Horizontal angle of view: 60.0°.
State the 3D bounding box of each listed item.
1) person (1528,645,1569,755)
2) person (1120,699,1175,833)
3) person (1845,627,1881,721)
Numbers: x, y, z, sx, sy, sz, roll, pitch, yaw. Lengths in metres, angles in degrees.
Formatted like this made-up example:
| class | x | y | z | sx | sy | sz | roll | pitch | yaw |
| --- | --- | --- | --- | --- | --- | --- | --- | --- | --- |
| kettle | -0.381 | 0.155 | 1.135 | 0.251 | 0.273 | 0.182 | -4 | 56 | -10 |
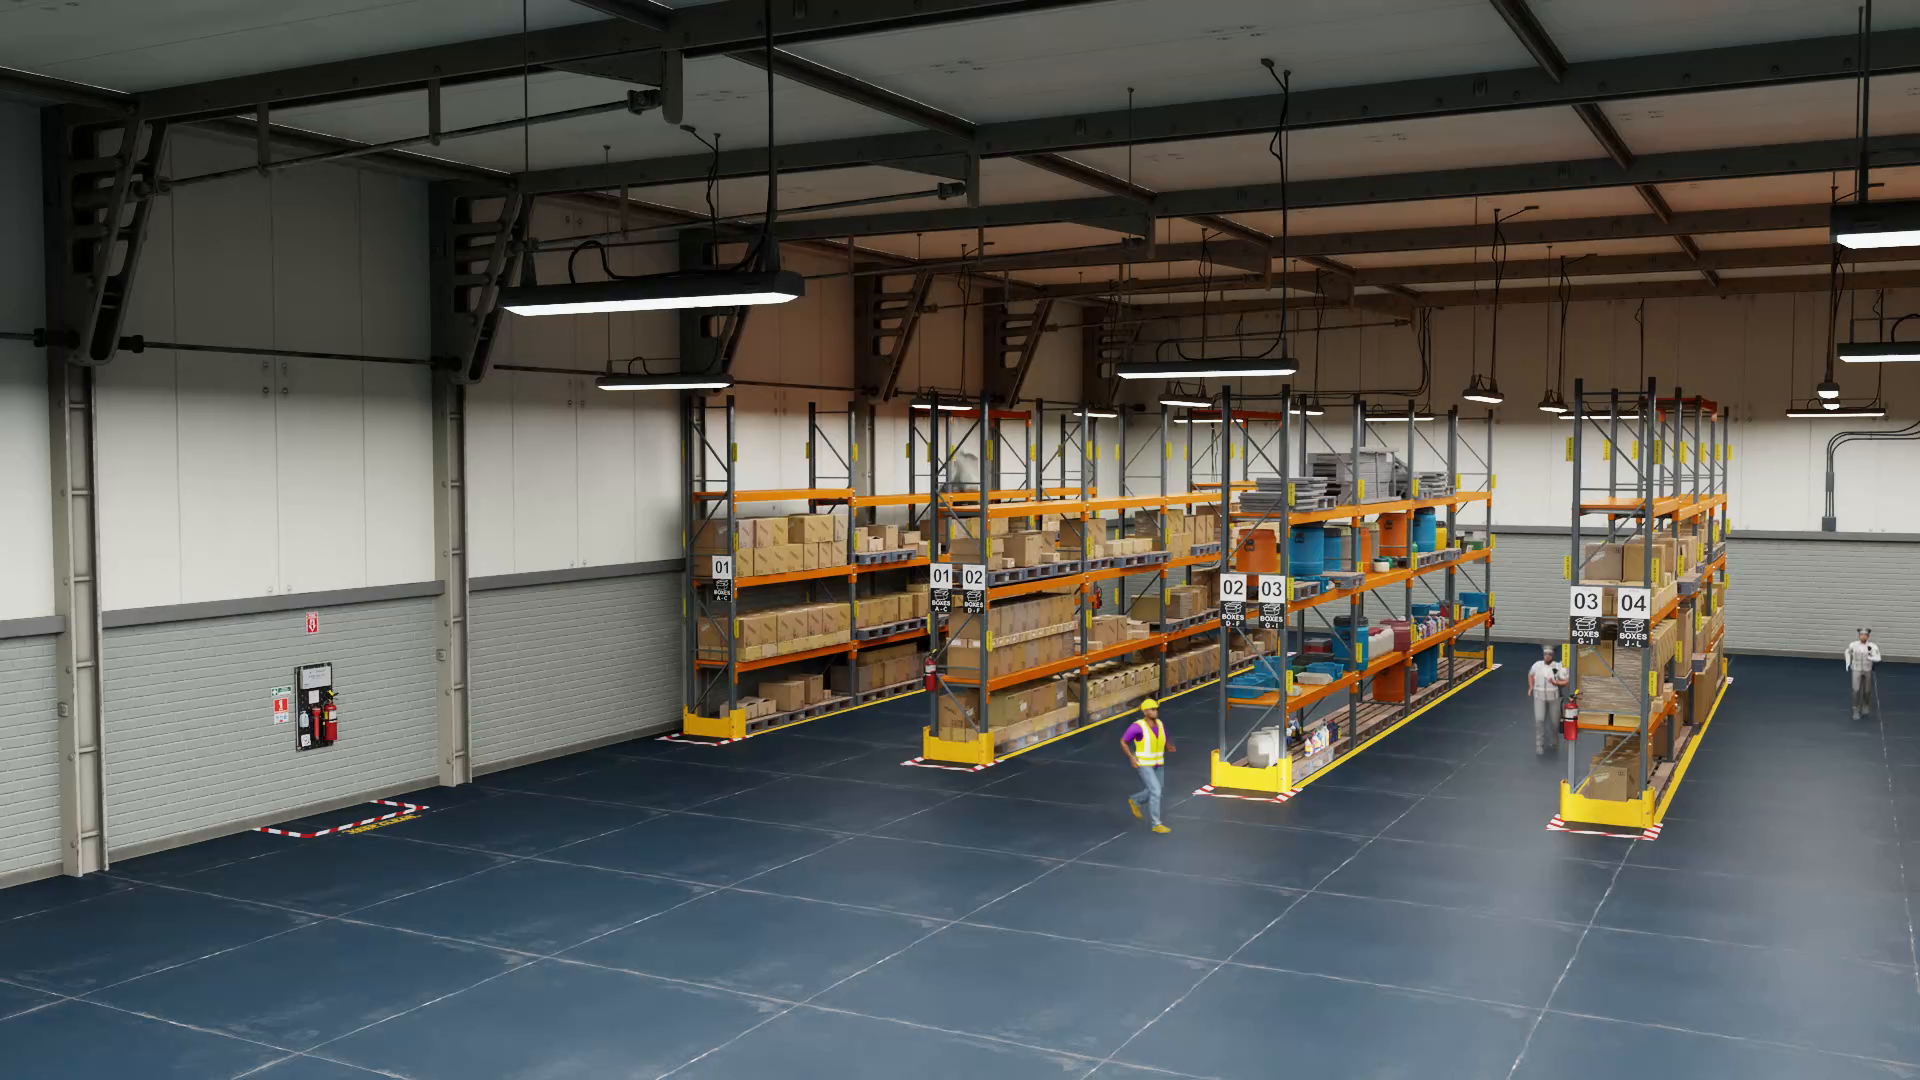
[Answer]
| class | x | y | z | sx | sy | sz | roll | pitch | yaw |
| --- | --- | --- | --- | --- | --- | --- | --- | --- | --- |
| person | 9.798 | 2.632 | 27.726 | 0.662 | 1.768 | 0.989 | 1 | 3 | 24 |
| person | 2.481 | 2.967 | 22.003 | 0.705 | 1.740 | 0.831 | -2 | 4 | -37 |
| person | 16.982 | 2.490 | 31.287 | 0.599 | 1.714 | 0.893 | 2 | 3 | 29 |
